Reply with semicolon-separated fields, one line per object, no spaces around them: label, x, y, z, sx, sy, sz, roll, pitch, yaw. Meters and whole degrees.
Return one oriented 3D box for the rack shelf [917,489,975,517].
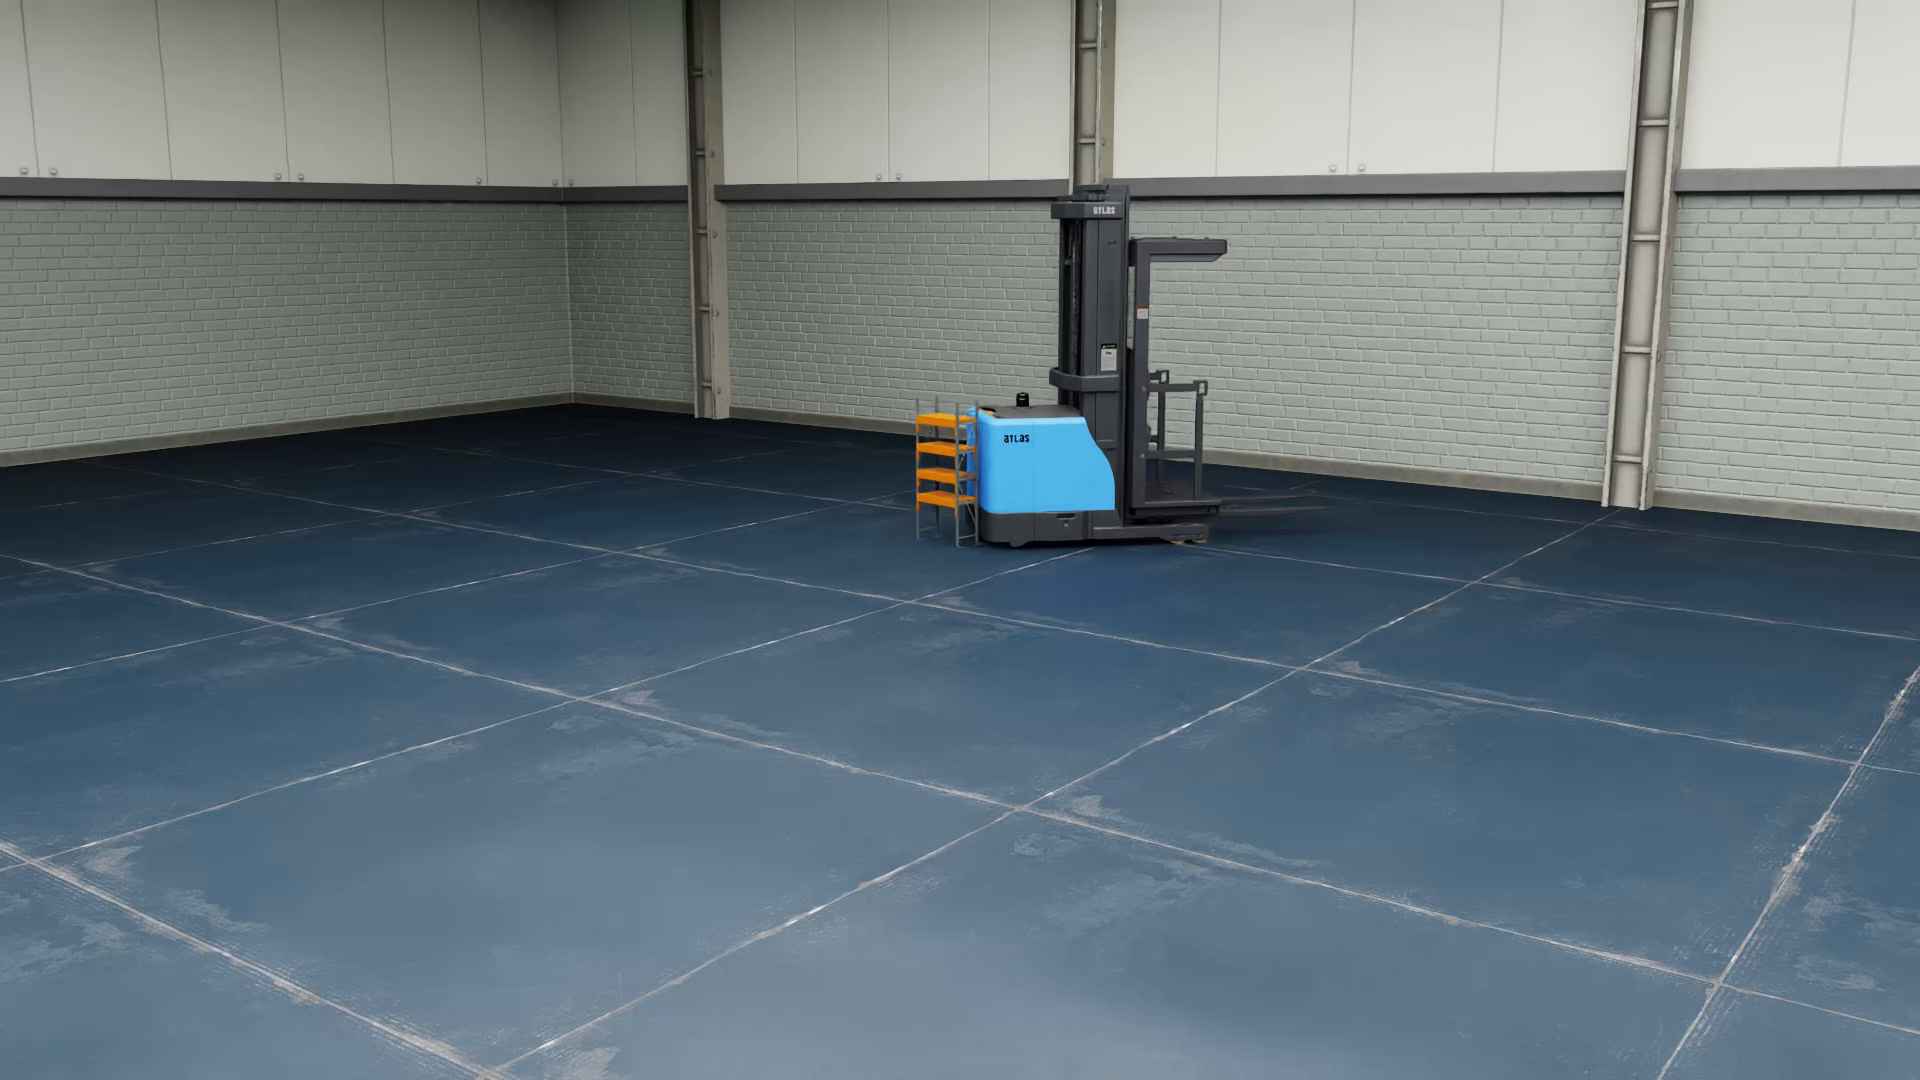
rack shelf;-0.107;-0.310;13.872;0.258;0.148;0.480;-10;15;-42

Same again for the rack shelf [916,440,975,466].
rack shelf;-0.107;-0.724;13.792;0.258;0.148;0.480;-10;15;-42

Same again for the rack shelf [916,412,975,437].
rack shelf;-0.107;-0.957;13.747;0.258;0.148;0.480;-10;15;-42

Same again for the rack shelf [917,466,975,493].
rack shelf;-0.107;-0.505;13.834;0.258;0.148;0.480;-10;15;-42

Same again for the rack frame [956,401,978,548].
rack frame;0.058;-0.537;13.646;0.240;1.200;0.015;-10;15;-42

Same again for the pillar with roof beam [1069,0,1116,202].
pillar with roof beam;-1.084;-4.757;14.925;0.400;9.000;9.100;8;13;36

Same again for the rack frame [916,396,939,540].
rack frame;-0.273;-0.605;13.997;0.240;1.200;0.015;-10;15;-42

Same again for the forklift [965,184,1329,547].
forklift;1.617;-1.498;14.058;3.031;2.935;1.130;-2;11;-11

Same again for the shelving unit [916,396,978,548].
shelving unit;-0.107;-0.571;13.821;0.258;1.200;0.503;-10;15;-42

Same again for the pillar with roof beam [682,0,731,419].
pillar with roof beam;-5.920;-5.431;18.411;0.400;9.000;9.100;8;13;36

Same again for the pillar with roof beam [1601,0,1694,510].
pillar with roof beam;3.752;-4.082;11.438;0.400;9.000;9.100;8;13;36
